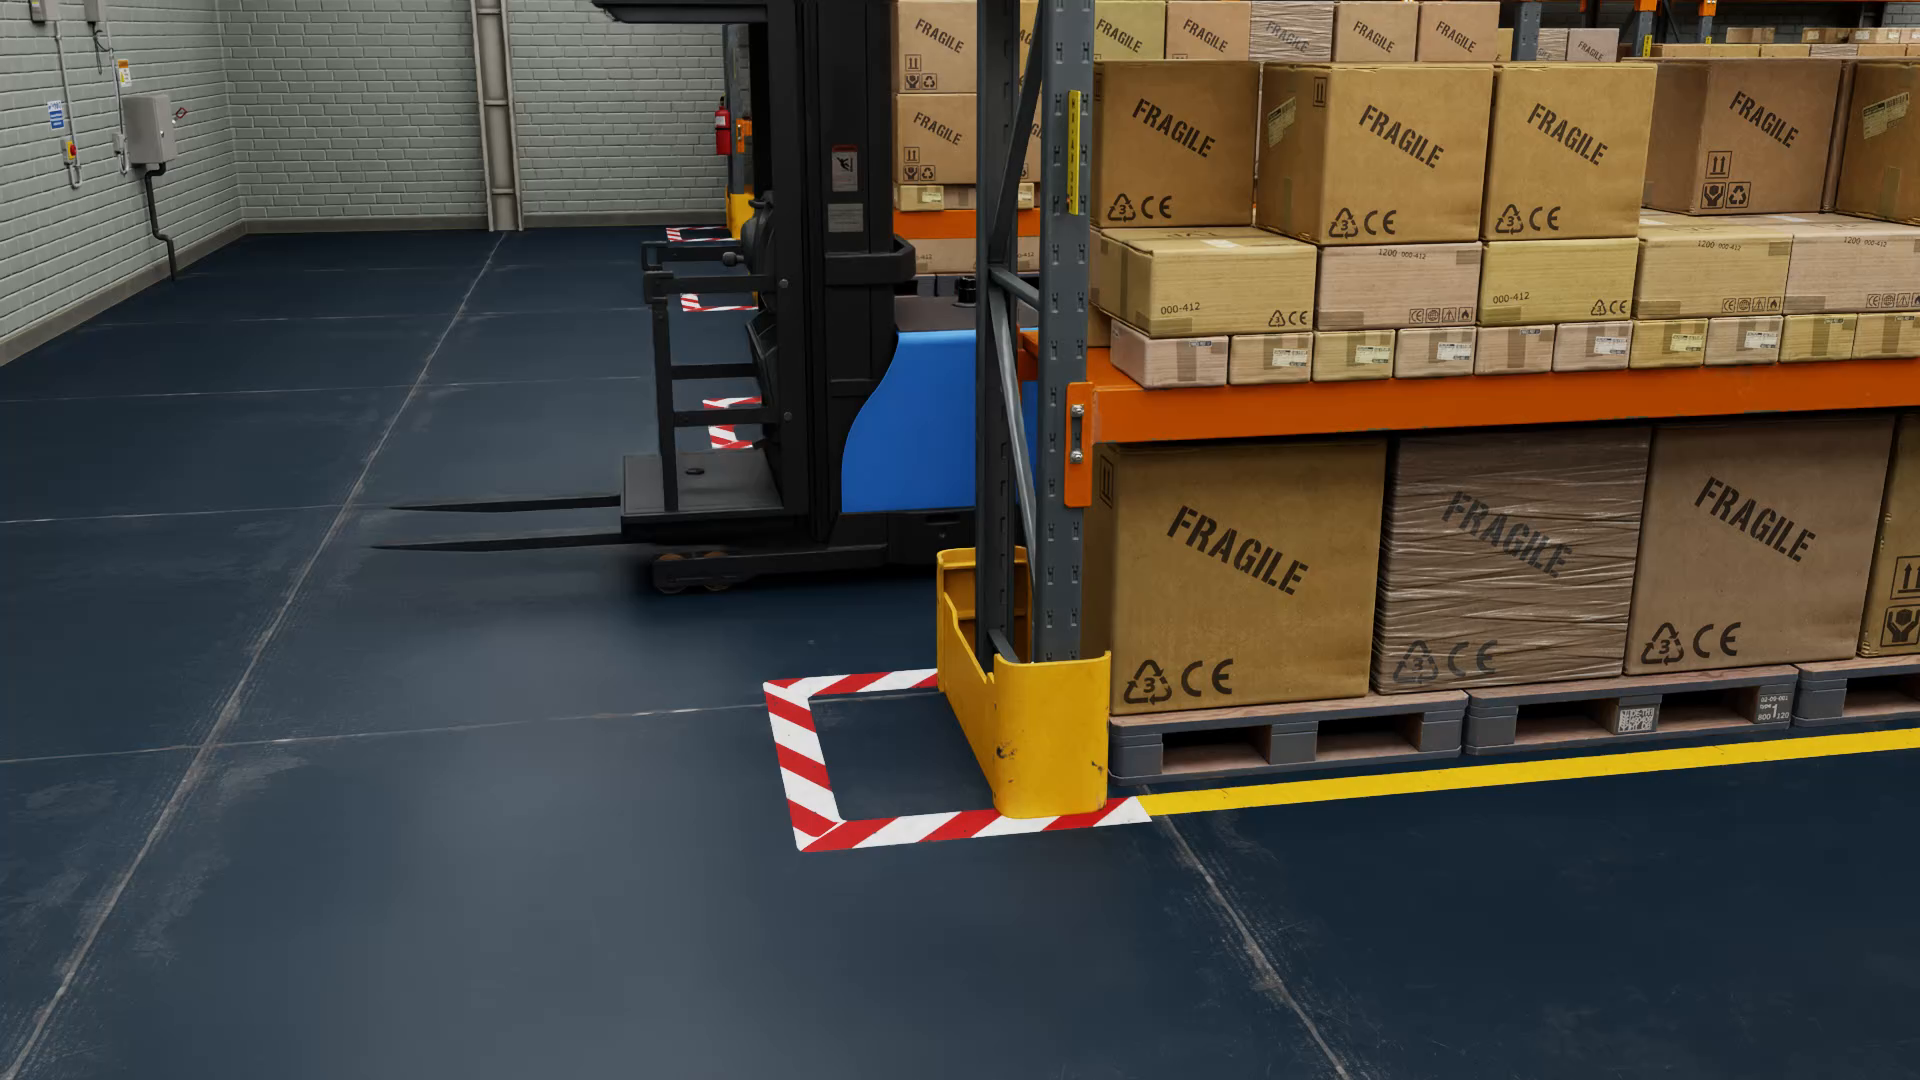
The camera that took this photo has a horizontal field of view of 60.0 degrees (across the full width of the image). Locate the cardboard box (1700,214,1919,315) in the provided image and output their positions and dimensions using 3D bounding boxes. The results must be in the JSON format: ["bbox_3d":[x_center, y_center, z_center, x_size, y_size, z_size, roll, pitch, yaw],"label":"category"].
[{"bbox_3d":[2.744,-0.897,5.372,0.500,0.250,0.500,-3,17,-9],"label":"cardboard box"}]

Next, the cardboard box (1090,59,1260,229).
[{"bbox_3d":[0.638,-1.294,5.387,0.500,0.500,0.500,-3,17,-10],"label":"cardboard box"}]

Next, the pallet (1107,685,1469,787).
[{"bbox_3d":[0.979,0.504,5.811,1.213,0.211,1.003,-3,17,-10],"label":"pallet"}]

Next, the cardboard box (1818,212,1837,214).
[{"bbox_3d":[3.136,-1.078,5.962,0.500,0.250,0.500,-3,17,-11],"label":"cardboard box"}]

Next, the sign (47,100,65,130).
[{"bbox_3d":[-7.254,-3.410,13.344,0.001,0.218,0.327,-3,17,-10],"label":"sign"}]

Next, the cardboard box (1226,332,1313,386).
[{"bbox_3d":[0.872,-0.581,5.023,0.250,0.149,0.380,-4,17,-11],"label":"cardboard box"}]

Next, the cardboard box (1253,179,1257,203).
[{"bbox_3d":[1.774,-2.143,10.109,0.250,0.149,0.380,-4,17,-11],"label":"cardboard box"}]

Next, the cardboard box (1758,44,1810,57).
[{"bbox_3d":[7.700,-4.476,15.883,0.500,0.500,0.500,-3,17,-10],"label":"cardboard box"}]

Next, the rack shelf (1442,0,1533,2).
[{"bbox_3d":[1.331,-3.399,9.885,4.000,0.370,1.077,-3,17,-10],"label":"rack shelf"}]

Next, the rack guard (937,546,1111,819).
[{"bbox_3d":[0.186,0.434,5.546,0.348,0.500,1.175,-3,17,-10],"label":"rack guard"}]

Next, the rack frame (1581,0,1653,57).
[{"bbox_3d":[6.184,-4.064,15.935,0.127,3.000,1.000,-3,17,-10],"label":"rack frame"}]

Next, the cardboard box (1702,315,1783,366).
[{"bbox_3d":[2.387,-0.668,5.304,0.250,0.149,0.380,-3,17,-10],"label":"cardboard box"}]

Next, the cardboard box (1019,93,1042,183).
[{"bbox_3d":[0.381,-2.370,9.742,0.500,0.500,0.500,-3,17,-10],"label":"cardboard box"}]

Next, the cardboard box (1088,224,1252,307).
[{"bbox_3d":[0.635,-0.936,5.499,0.500,0.250,0.500,-4,17,-11],"label":"cardboard box"}]

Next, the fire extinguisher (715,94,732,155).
[{"bbox_3d":[-2.673,-4.693,18.748,0.183,0.674,0.296,-3,17,-10],"label":"fire extinguisher"}]

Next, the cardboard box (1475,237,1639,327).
[{"bbox_3d":[1.735,-0.839,5.184,0.500,0.250,0.500,-4,17,-12],"label":"cardboard box"}]

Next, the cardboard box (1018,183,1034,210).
[{"bbox_3d":[0.264,-2.026,9.729,0.250,0.149,0.380,-4,17,-12],"label":"cardboard box"}]

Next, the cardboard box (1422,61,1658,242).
[{"bbox_3d":[1.730,-1.198,5.076,0.500,0.500,0.500,-4,17,-12],"label":"cardboard box"}]

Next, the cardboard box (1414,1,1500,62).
[{"bbox_3d":[2.885,-2.984,10.038,0.500,0.500,0.500,-4,17,-12],"label":"cardboard box"}]

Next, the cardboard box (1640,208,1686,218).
[{"bbox_3d":[2.143,-1.023,5.781,0.500,0.250,0.500,-3,17,-10],"label":"cardboard box"}]

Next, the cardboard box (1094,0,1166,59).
[{"bbox_3d":[0.868,-2.866,9.655,0.500,0.500,0.500,-4,17,-12],"label":"cardboard box"}]

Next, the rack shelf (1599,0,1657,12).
[{"bbox_3d":[8.148,-5.266,15.963,4.000,0.370,1.077,-3,17,-10],"label":"rack shelf"}]

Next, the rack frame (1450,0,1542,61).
[{"bbox_3d":[3.295,-2.420,10.582,0.127,3.000,1.000,-3,17,-10],"label":"rack frame"}]

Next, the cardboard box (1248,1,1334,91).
[{"bbox_3d":[1.873,-2.929,9.860,0.500,0.500,0.500,-3,17,-9],"label":"cardboard box"}]

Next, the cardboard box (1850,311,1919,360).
[{"bbox_3d":[2.889,-0.696,5.396,0.250,0.149,0.380,-3,17,-9],"label":"cardboard box"}]

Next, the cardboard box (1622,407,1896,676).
[{"bbox_3d":[2.590,-0.106,5.951,0.875,0.875,0.875,-3,17,-10],"label":"cardboard box"}]

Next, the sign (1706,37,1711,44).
[{"bbox_3d":[9.278,-6.078,20.653,0.005,0.325,0.100,-3,17,-10],"label":"sign"}]

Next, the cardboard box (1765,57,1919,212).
[{"bbox_3d":[3.133,-1.435,5.848,0.500,0.500,0.500,-3,17,-10],"label":"cardboard box"}]

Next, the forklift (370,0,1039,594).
[{"bbox_3d":[-1.048,-1.341,7.187,3.031,2.935,1.130,-3,17,-11],"label":"forklift"}]

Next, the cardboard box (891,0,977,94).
[{"bbox_3d":[-0.141,-2.814,9.484,0.500,0.500,0.500,-3,17,-11],"label":"cardboard box"}]

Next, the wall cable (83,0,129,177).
[{"bbox_3d":[-7.483,-4.192,14.620,0.122,1.984,0.588,-3,17,-10],"label":"wall cable"}]

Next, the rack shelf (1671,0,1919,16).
[{"bbox_3d":[11.130,-6.919,21.347,4.000,0.370,1.077,-3,17,-10],"label":"rack shelf"}]

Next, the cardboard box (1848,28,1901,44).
[{"bbox_3d":[8.762,-4.833,15.941,0.250,0.149,0.380,-4,18,-13],"label":"cardboard box"}]

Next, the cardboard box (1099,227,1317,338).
[{"bbox_3d":[0.732,-0.781,4.995,0.500,0.250,0.500,-4,17,-12],"label":"cardboard box"}]

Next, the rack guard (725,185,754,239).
[{"bbox_3d":[-2.541,-3.859,19.523,0.348,0.500,1.175,-3,17,-10],"label":"rack guard"}]

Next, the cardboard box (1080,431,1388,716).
[{"bbox_3d":[0.822,-0.006,5.625,0.875,0.875,0.875,-3,17,-10],"label":"cardboard box"}]

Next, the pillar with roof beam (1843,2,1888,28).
[{"bbox_3d":[13.055,-7.788,17.843,0.400,9.000,9.100,-3,17,-10],"label":"pillar with roof beam"}]

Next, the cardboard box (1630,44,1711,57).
[{"bbox_3d":[6.670,-4.413,15.680,0.500,0.500,0.500,-4,17,-12],"label":"cardboard box"}]

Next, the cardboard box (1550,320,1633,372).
[{"bbox_3d":[1.882,-0.639,5.210,0.250,0.149,0.380,-3,17,-11],"label":"cardboard box"}]

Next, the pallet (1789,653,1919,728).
[{"bbox_3d":[3.375,0.368,6.254,1.213,0.211,1.003,-3,17,-10],"label":"pallet"}]

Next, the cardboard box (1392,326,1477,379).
[{"bbox_3d":[1.379,-0.610,5.118,0.250,0.149,0.380,-4,17,-11],"label":"cardboard box"}]

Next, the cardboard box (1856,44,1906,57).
[{"bbox_3d":[8.707,-4.531,16.063,0.500,0.500,0.500,-3,17,-9],"label":"cardboard box"}]

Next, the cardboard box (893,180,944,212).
[{"bbox_3d":[-0.252,-2.001,9.645,0.250,0.149,0.380,-3,17,-11],"label":"cardboard box"}]

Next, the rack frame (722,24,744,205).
[{"bbox_3d":[-2.616,-5.049,19.143,0.127,3.000,1.000,-3,17,-10],"label":"rack frame"}]

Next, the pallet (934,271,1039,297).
[{"bbox_3d":[0.295,-2.420,15.330,1.213,0.211,1.003,-3,17,-10],"label":"pallet"}]

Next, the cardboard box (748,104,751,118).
[{"bbox_3d":[-2.342,-5.025,19.492,0.250,0.149,0.380,-3,17,-11],"label":"cardboard box"}]

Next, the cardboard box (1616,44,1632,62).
[{"bbox_3d":[6.577,-4.560,16.159,0.500,0.500,0.500,-4,17,-12],"label":"cardboard box"}]

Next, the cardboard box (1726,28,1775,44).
[{"bbox_3d":[7.737,-4.938,16.282,0.250,0.149,0.380,-4,18,-13],"label":"cardboard box"}]

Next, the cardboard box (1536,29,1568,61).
[{"bbox_3d":[5.224,-4.455,15.334,0.500,0.500,0.500,-3,17,-9],"label":"cardboard box"}]

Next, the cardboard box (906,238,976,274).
[{"bbox_3d":[-0.145,-2.714,15.187,0.875,0.438,0.875,-3,17,-9],"label":"cardboard box"}]
